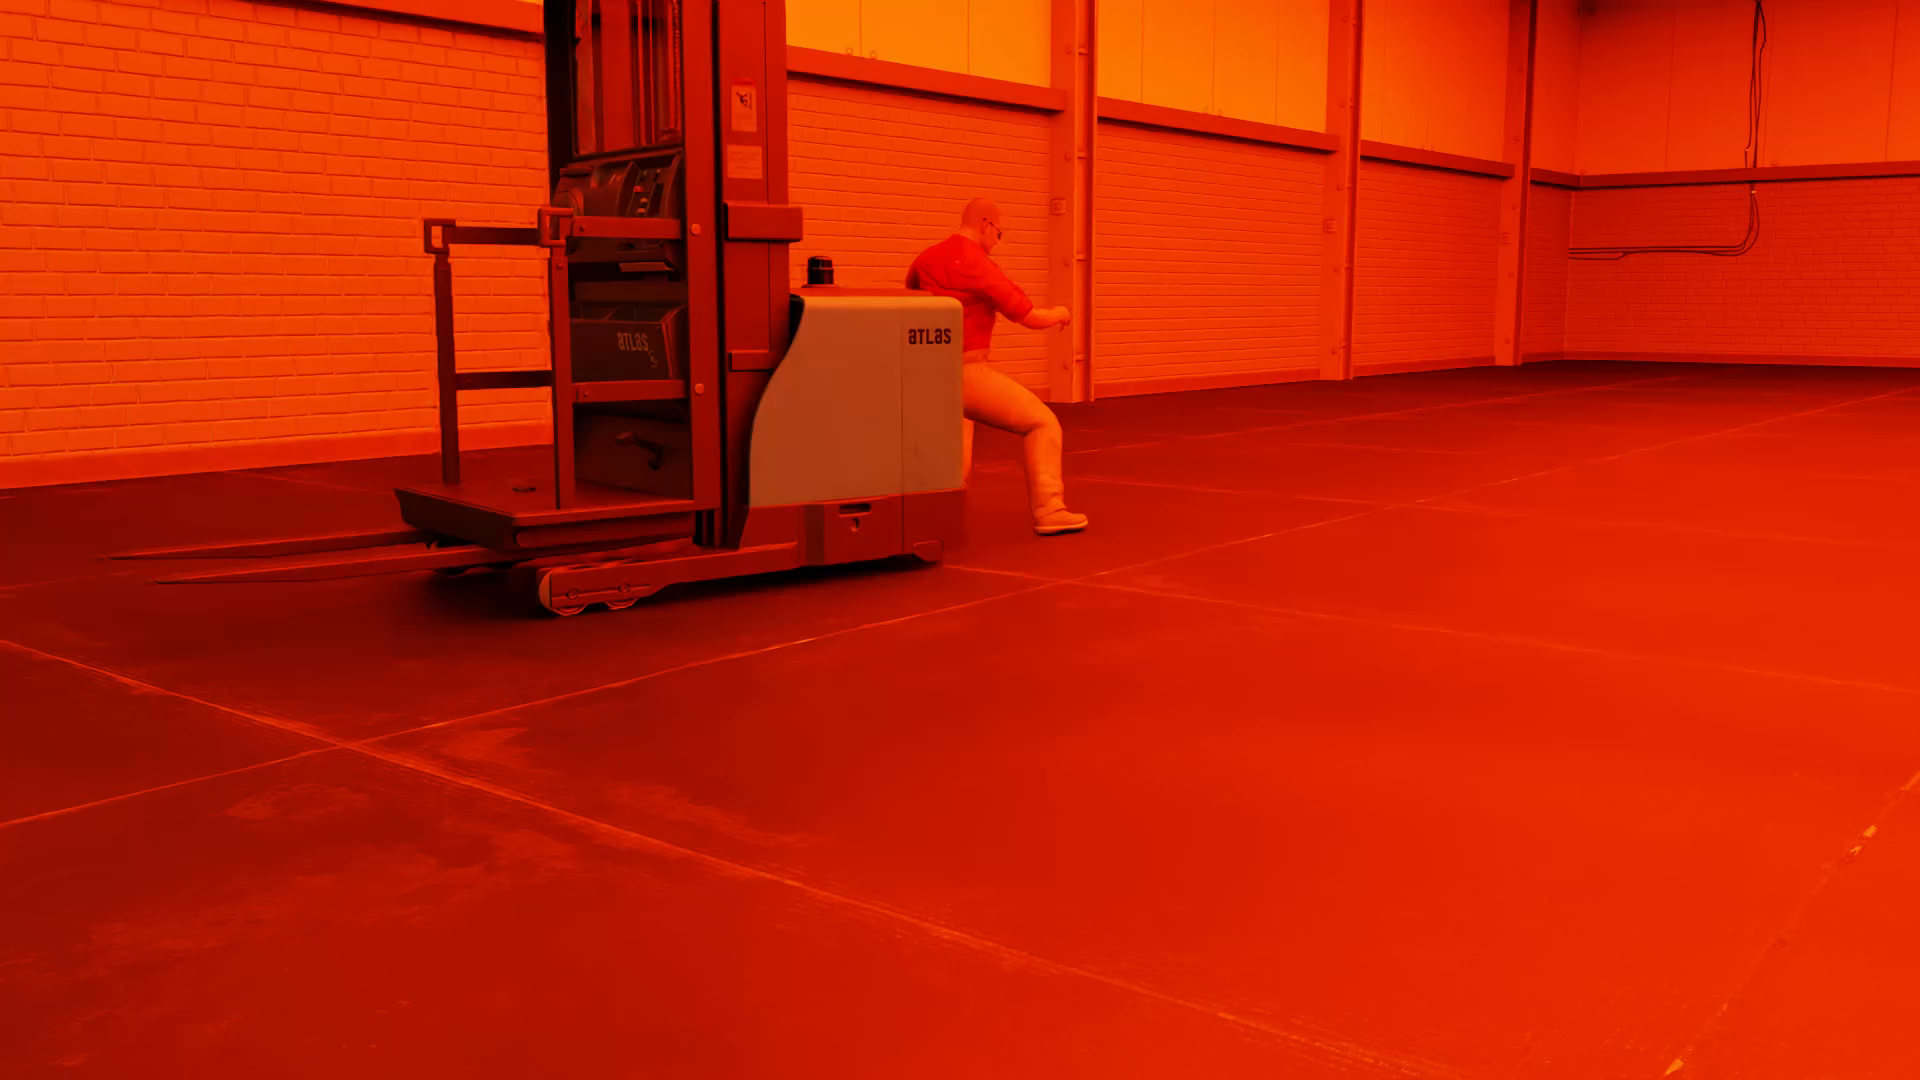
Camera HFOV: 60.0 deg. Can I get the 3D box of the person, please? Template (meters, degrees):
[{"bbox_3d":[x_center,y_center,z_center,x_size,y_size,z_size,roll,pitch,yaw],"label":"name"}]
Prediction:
[{"bbox_3d":[0.151,-0.826,7.841,0.742,1.522,0.950,-7,11,-38],"label":"person"}]

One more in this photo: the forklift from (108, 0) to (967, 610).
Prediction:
[{"bbox_3d":[-1.437,-1.277,6.012,3.031,2.935,1.130,-7,11,-38],"label":"forklift"}]
